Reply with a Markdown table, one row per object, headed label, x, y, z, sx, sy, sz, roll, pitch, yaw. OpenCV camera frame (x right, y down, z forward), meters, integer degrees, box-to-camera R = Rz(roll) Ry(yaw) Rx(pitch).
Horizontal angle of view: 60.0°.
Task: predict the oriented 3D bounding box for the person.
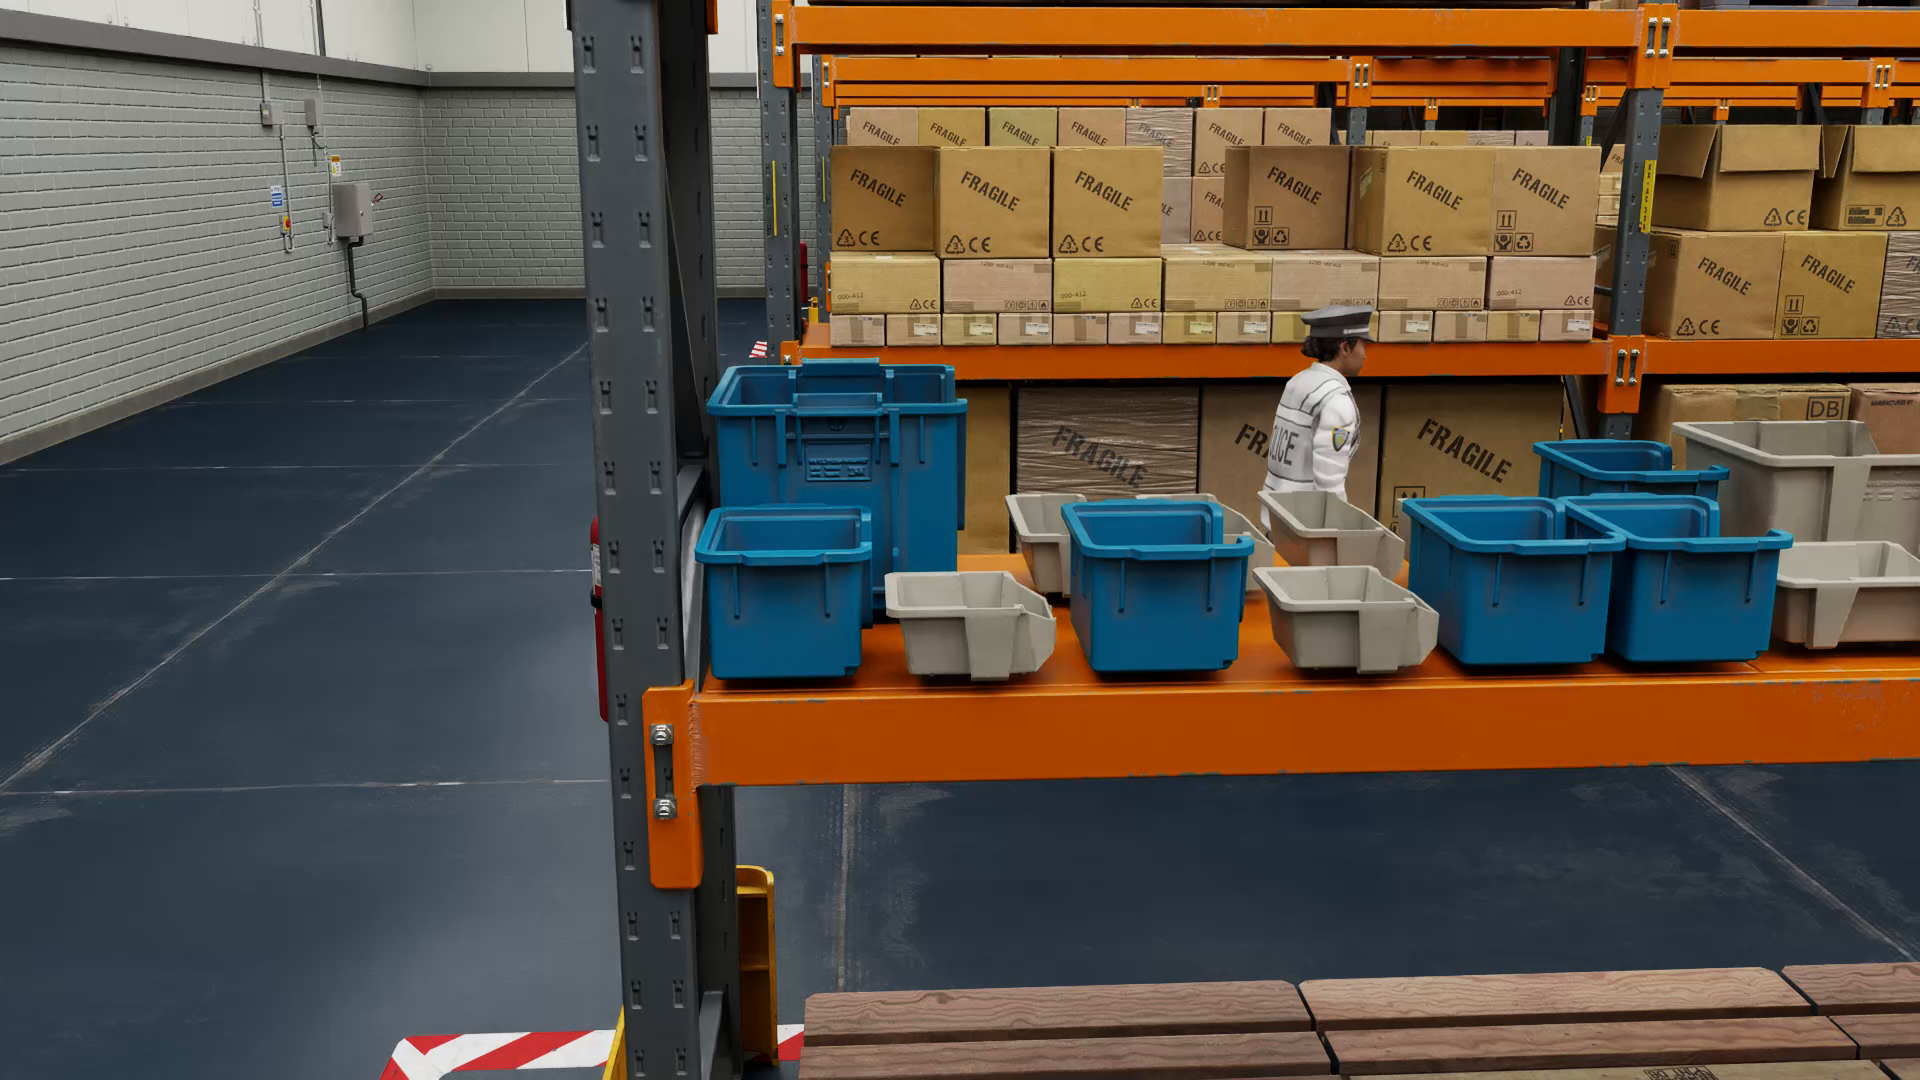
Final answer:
| label | x | y | z | sx | sy | sz | roll | pitch | yaw |
| --- | --- | --- | --- | --- | --- | --- | --- | --- | --- |
| person | 1.300 | -0.021 | 6.077 | 0.374 | 1.662 | 0.539 | -2 | 14 | -7 |
